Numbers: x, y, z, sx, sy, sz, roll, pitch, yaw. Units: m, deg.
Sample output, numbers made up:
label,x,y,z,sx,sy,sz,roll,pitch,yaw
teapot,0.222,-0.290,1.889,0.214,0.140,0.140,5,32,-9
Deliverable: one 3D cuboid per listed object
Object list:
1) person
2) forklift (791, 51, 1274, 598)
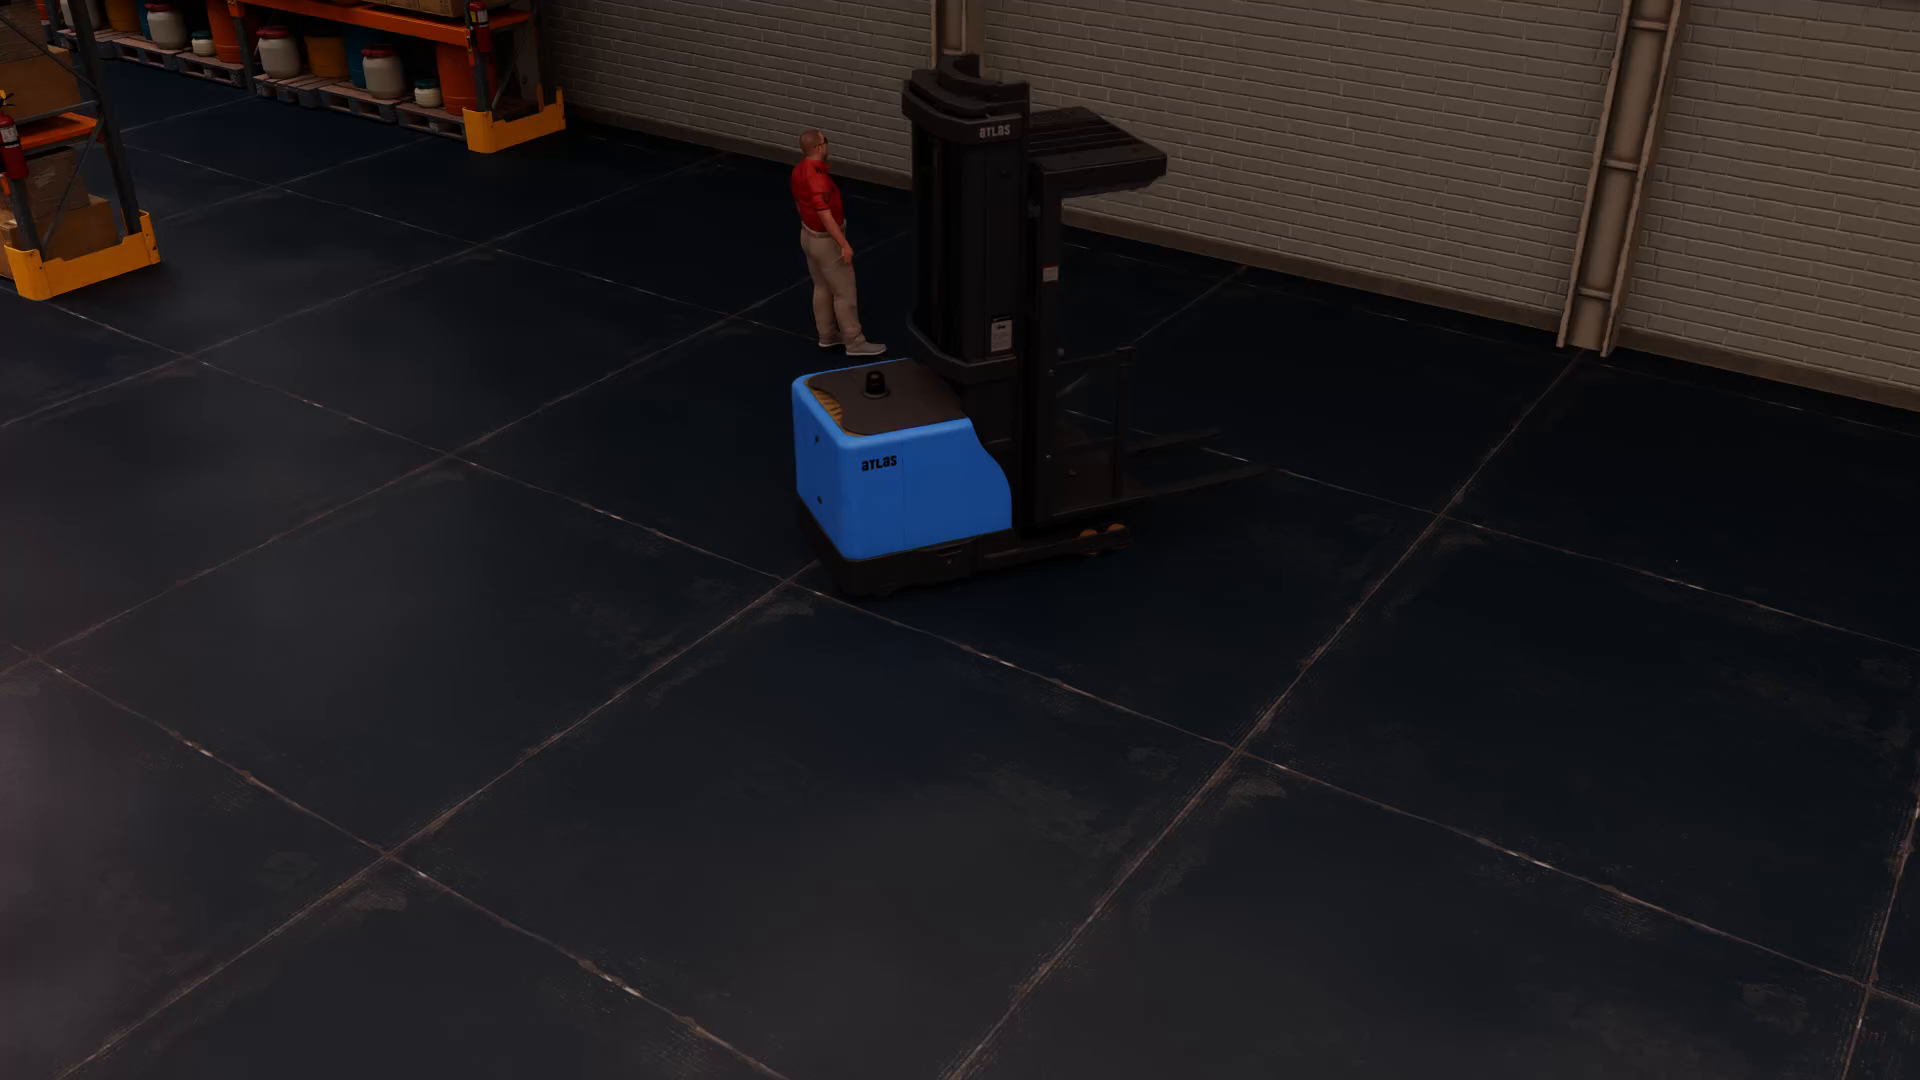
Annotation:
label,x,y,z,sx,sy,sz,roll,pitch,yaw
person,-0.944,-2.281,12.693,0.552,1.727,0.638,-15,33,-24
forklift,0.529,-1.396,9.985,3.031,2.935,1.130,-12,32,-20
